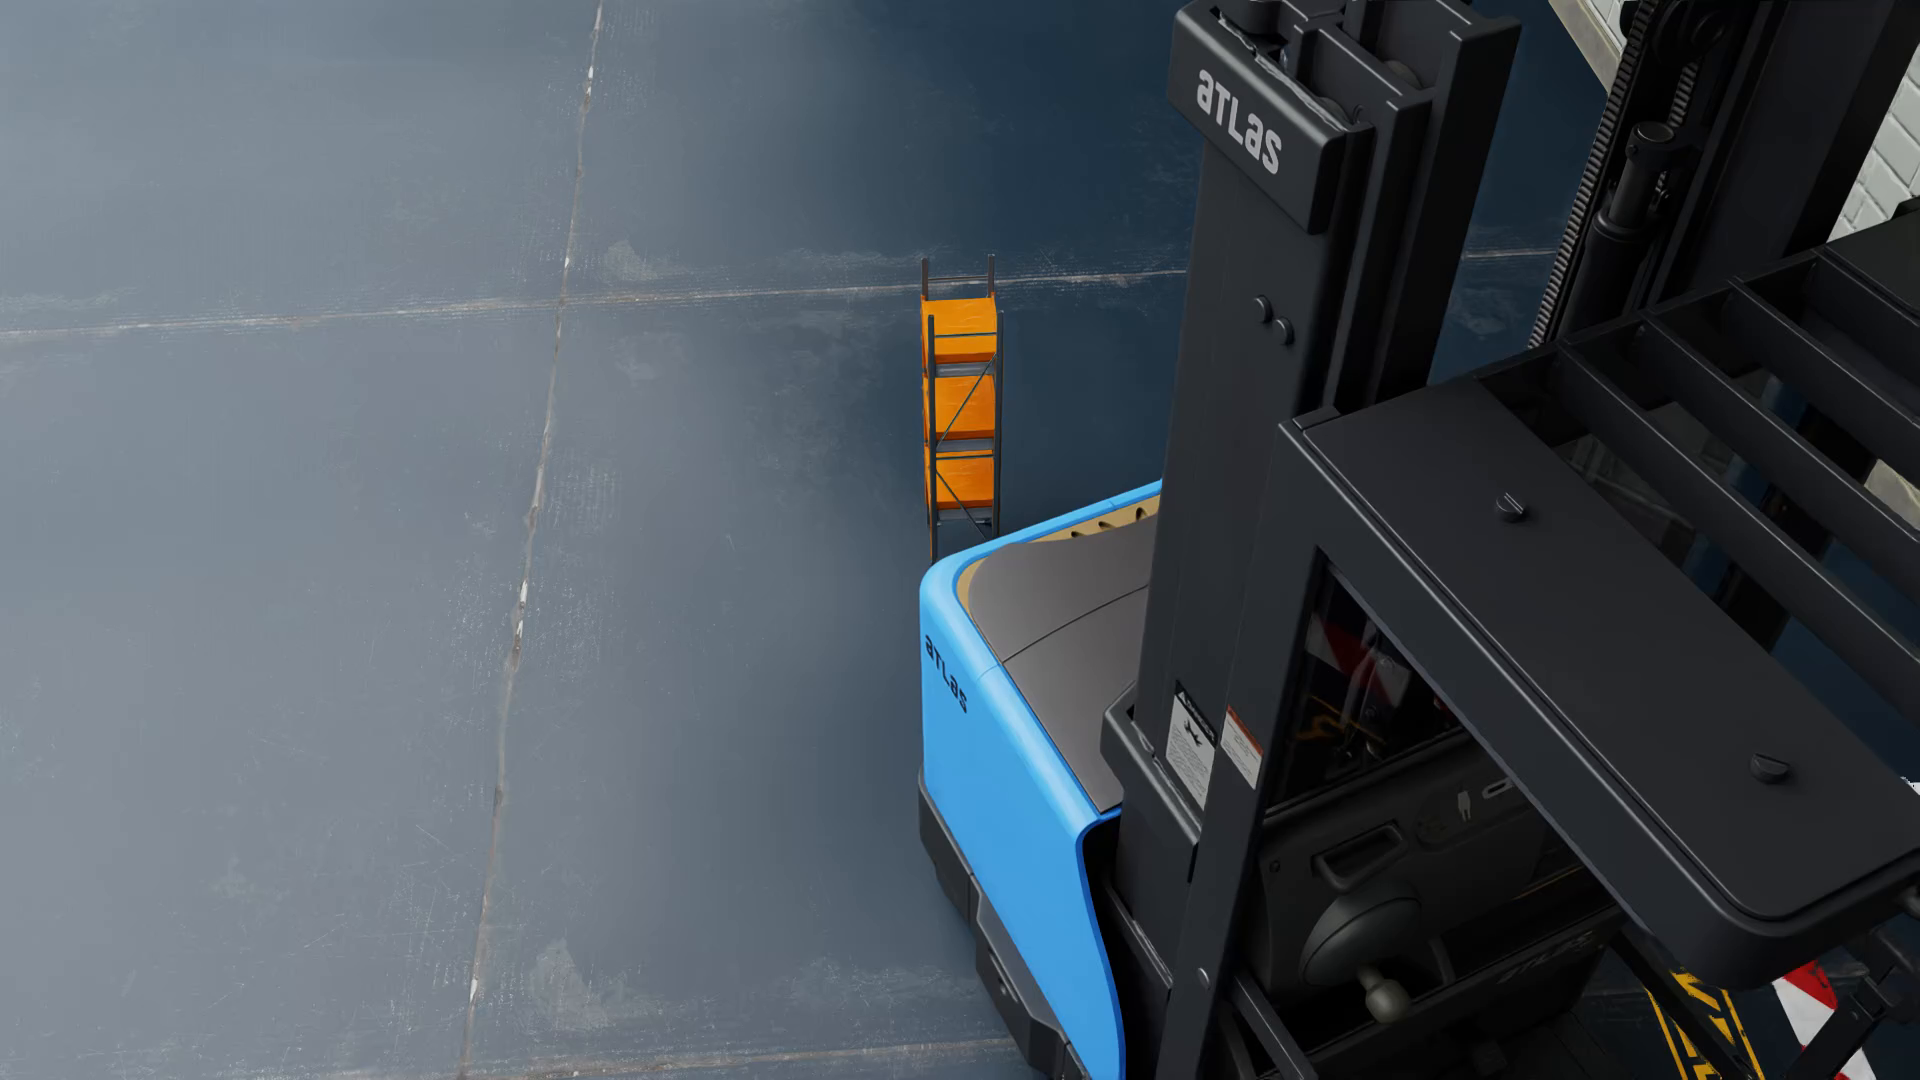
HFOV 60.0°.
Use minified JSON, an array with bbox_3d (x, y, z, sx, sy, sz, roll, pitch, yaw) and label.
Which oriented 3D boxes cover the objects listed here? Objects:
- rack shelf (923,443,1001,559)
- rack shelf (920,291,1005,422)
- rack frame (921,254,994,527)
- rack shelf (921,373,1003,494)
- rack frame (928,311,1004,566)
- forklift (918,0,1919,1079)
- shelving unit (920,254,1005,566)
[{"bbox_3d":[0.004,-0.124,5.042,0.215,0.259,0.240,-3,47,-3],"label":"rack shelf"},{"bbox_3d":[0.004,-0.510,4.634,0.215,0.259,0.240,-3,47,-3],"label":"rack shelf"},{"bbox_3d":[-0.006,-0.411,4.916,0.200,1.050,0.008,-3,47,-3],"label":"rack frame"},{"bbox_3d":[0.004,-0.315,4.840,0.215,0.259,0.240,-3,47,-3],"label":"rack shelf"},{"bbox_3d":[0.015,-0.234,4.749,0.200,1.050,0.008,-3,47,-3],"label":"rack frame"},{"bbox_3d":[0.994,0.596,2.667,1.130,2.935,3.031,-20,50,-18],"label":"forklift"},{"bbox_3d":[0.004,-0.322,4.832,0.215,1.050,0.252,-3,47,-3],"label":"shelving unit"}]
